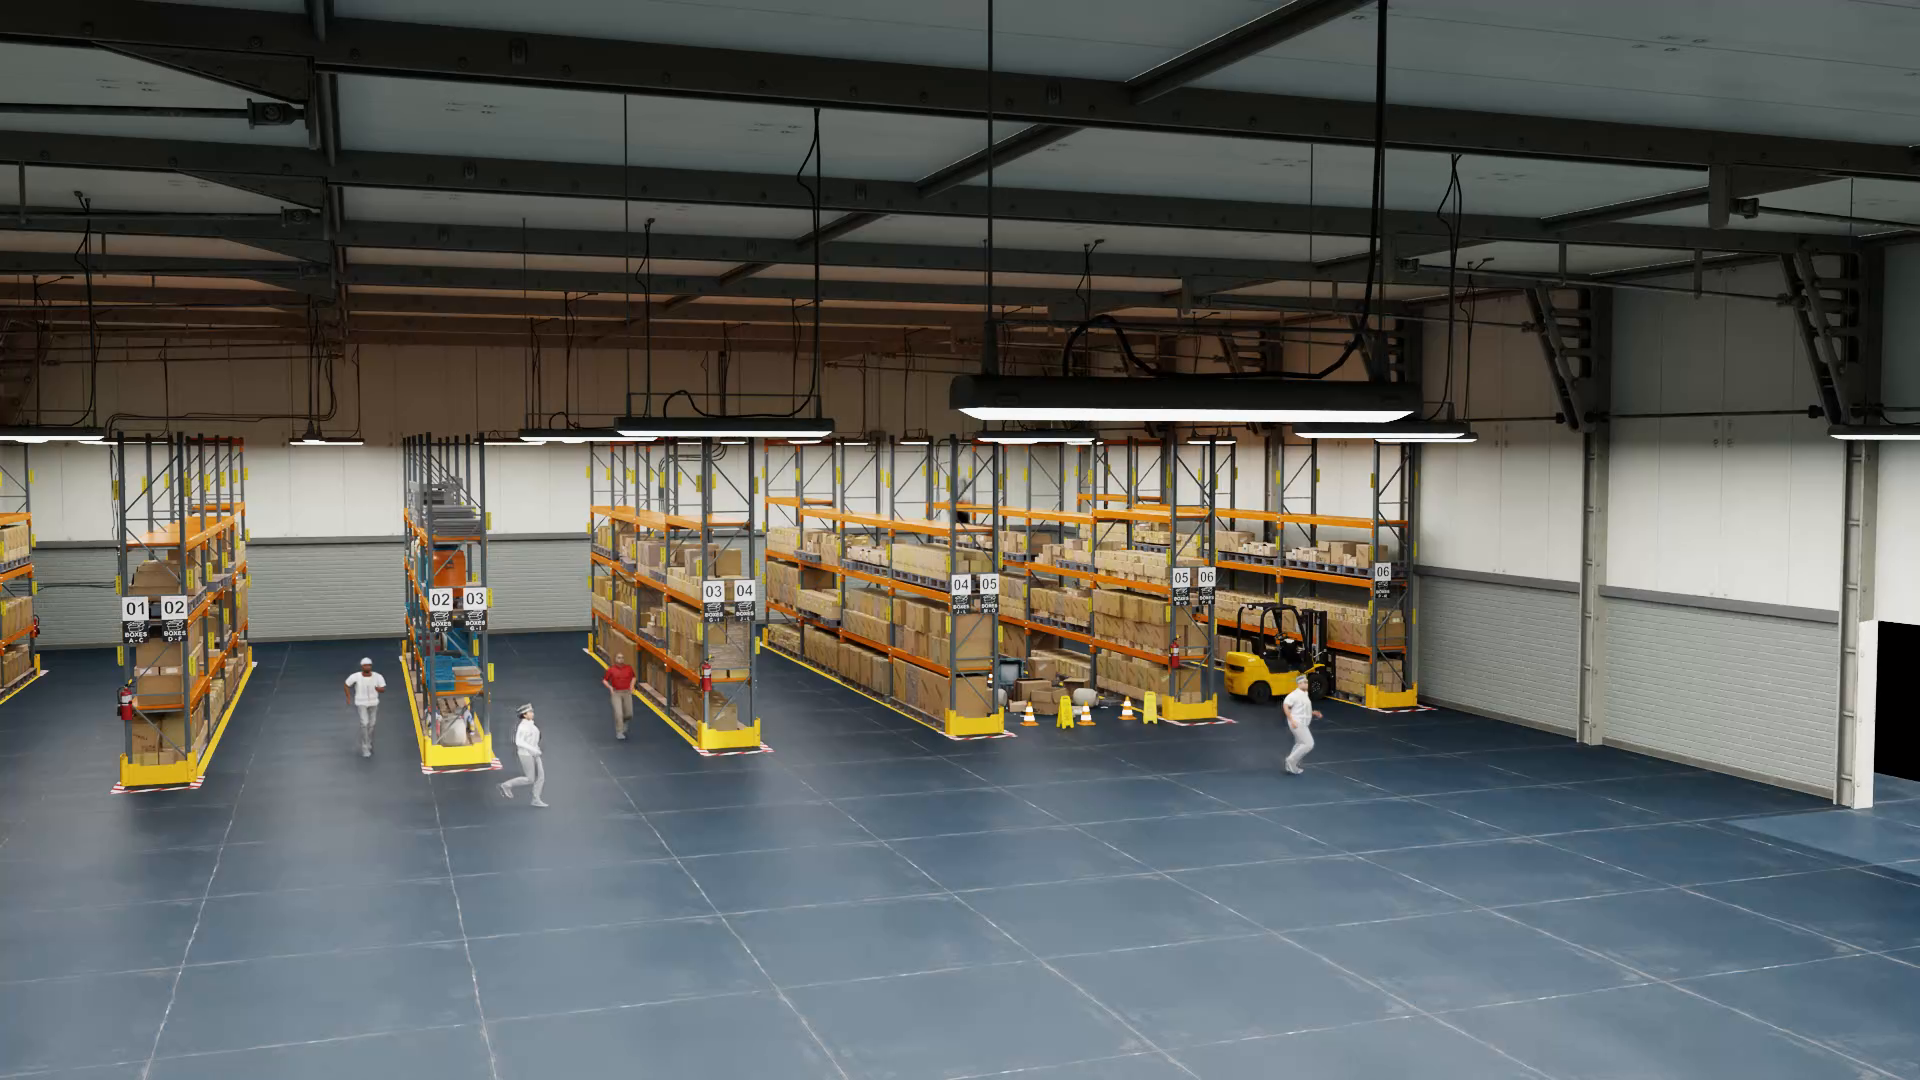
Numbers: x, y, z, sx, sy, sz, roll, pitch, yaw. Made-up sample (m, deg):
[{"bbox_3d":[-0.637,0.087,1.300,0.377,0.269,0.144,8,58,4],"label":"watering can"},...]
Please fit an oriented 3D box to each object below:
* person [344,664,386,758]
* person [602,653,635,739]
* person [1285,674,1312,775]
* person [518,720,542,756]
[{"bbox_3d":[-11.091,3.125,31.091,0.677,1.783,0.820,-2,4,-37],"label":"person"},{"bbox_3d":[-6.711,3.062,32.827,0.661,1.672,0.629,-1,3,-25],"label":"person"},{"bbox_3d":[5.938,3.224,29.221,0.456,1.757,0.448,1,3,24],"label":"person"},{"bbox_3d":[-6.820,3.142,26.487,0.424,0.557,0.455,0,3,3],"label":"person"}]
